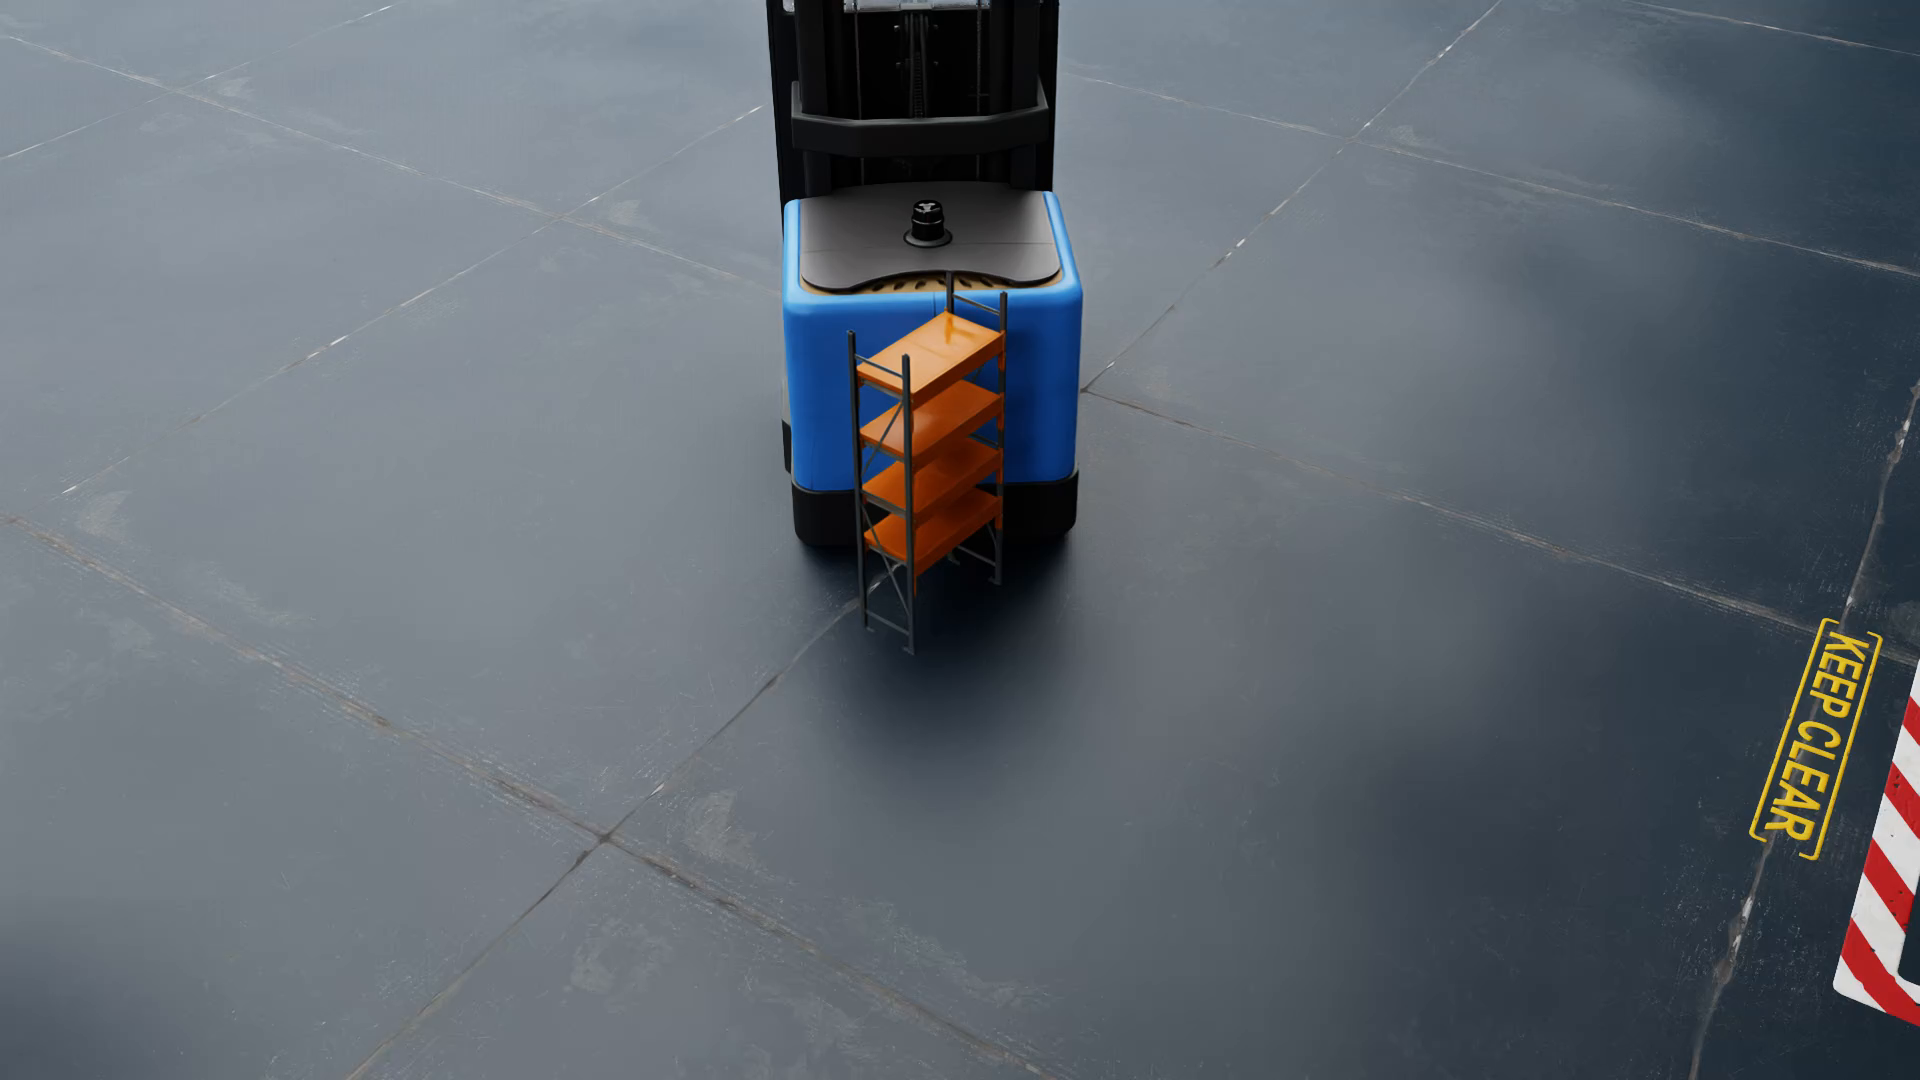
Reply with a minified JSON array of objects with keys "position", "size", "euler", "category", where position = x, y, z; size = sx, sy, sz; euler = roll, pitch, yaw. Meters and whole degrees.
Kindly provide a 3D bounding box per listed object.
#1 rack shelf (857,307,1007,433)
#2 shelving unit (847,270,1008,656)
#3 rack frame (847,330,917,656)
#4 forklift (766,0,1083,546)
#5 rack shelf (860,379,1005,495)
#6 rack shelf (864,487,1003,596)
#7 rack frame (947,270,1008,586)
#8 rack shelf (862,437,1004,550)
[{"position":[-0.097,-0.552,5.339],"size":[0.258,0.148,0.480],"euler":[26,45,29],"category":"rack shelf"},{"position":[-0.097,-0.240,5.579],"size":[0.258,1.200,0.503],"euler":[26,45,29],"category":"shelving unit"},{"position":[-0.249,-0.124,5.428],"size":[0.240,1.200,0.015],"euler":[26,45,29],"category":"rack frame"},{"position":[-0.194,-2.022,6.472],"size":[1.130,2.935,3.031],"euler":[-3,38,-3],"category":"forklift"},{"position":[-0.097,-0.364,5.484],"size":[0.258,0.148,0.480],"euler":[26,45,29],"category":"rack shelf"},{"position":[-0.097,-0.030,5.741],"size":[0.258,0.148,0.480],"euler":[26,45,29],"category":"rack shelf"},{"position":[0.054,-0.357,5.730],"size":[0.240,1.200,0.015],"euler":[26,45,29],"category":"rack frame"},{"position":[-0.097,-0.187,5.620],"size":[0.258,0.148,0.480],"euler":[26,45,29],"category":"rack shelf"}]
